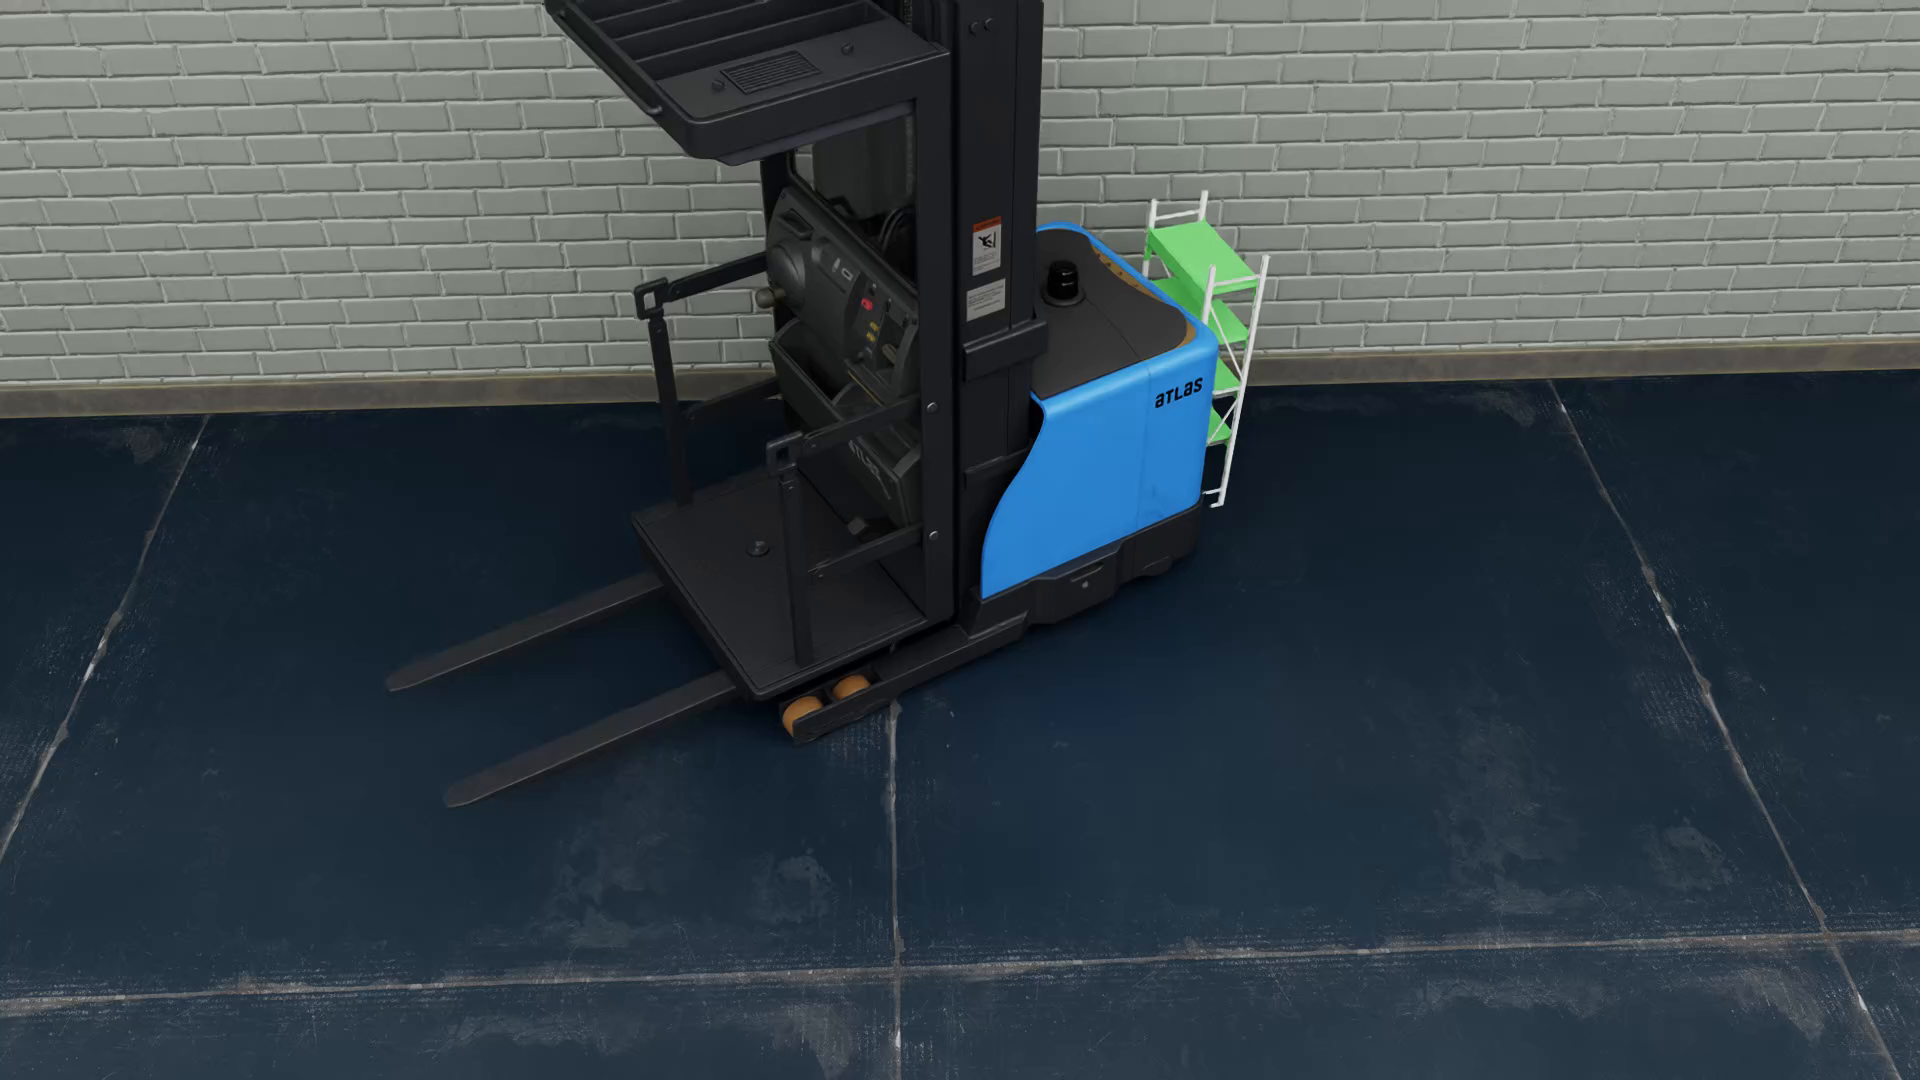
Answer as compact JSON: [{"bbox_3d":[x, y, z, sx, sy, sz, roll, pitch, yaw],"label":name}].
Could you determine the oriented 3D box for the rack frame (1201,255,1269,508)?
[{"bbox_3d":[1.002,-0.572,6.479,0.240,1.200,0.015,-13,44,-17],"label":"rack frame"}]

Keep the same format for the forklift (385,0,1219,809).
[{"bbox_3d":[-0.573,-0.767,5.418,3.031,2.935,1.130,-23,47,-23],"label":"forklift"}]

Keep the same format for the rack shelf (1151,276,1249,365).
[{"bbox_3d":[0.920,-0.857,6.530,0.258,0.148,0.480,-13,44,-17],"label":"rack shelf"}]

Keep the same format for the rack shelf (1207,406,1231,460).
[{"bbox_3d":[0.903,-0.499,6.849,0.258,0.148,0.480,-13,44,-17],"label":"rack shelf"}]

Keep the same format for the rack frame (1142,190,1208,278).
[{"bbox_3d":[0.826,-0.880,6.815,0.240,1.200,0.015,-13,44,-17],"label":"rack frame"}]

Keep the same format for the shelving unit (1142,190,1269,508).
[{"bbox_3d":[0.914,-0.726,6.647,0.258,1.200,0.503,-13,44,-17],"label":"shelving unit"}]

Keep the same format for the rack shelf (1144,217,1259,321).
[{"bbox_3d":[0.929,-1.036,6.370,0.258,0.148,0.480,-13,44,-17],"label":"rack shelf"}]

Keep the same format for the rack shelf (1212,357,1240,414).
[{"bbox_3d":[0.912,-0.678,6.689,0.258,0.148,0.480,-13,44,-17],"label":"rack shelf"}]
